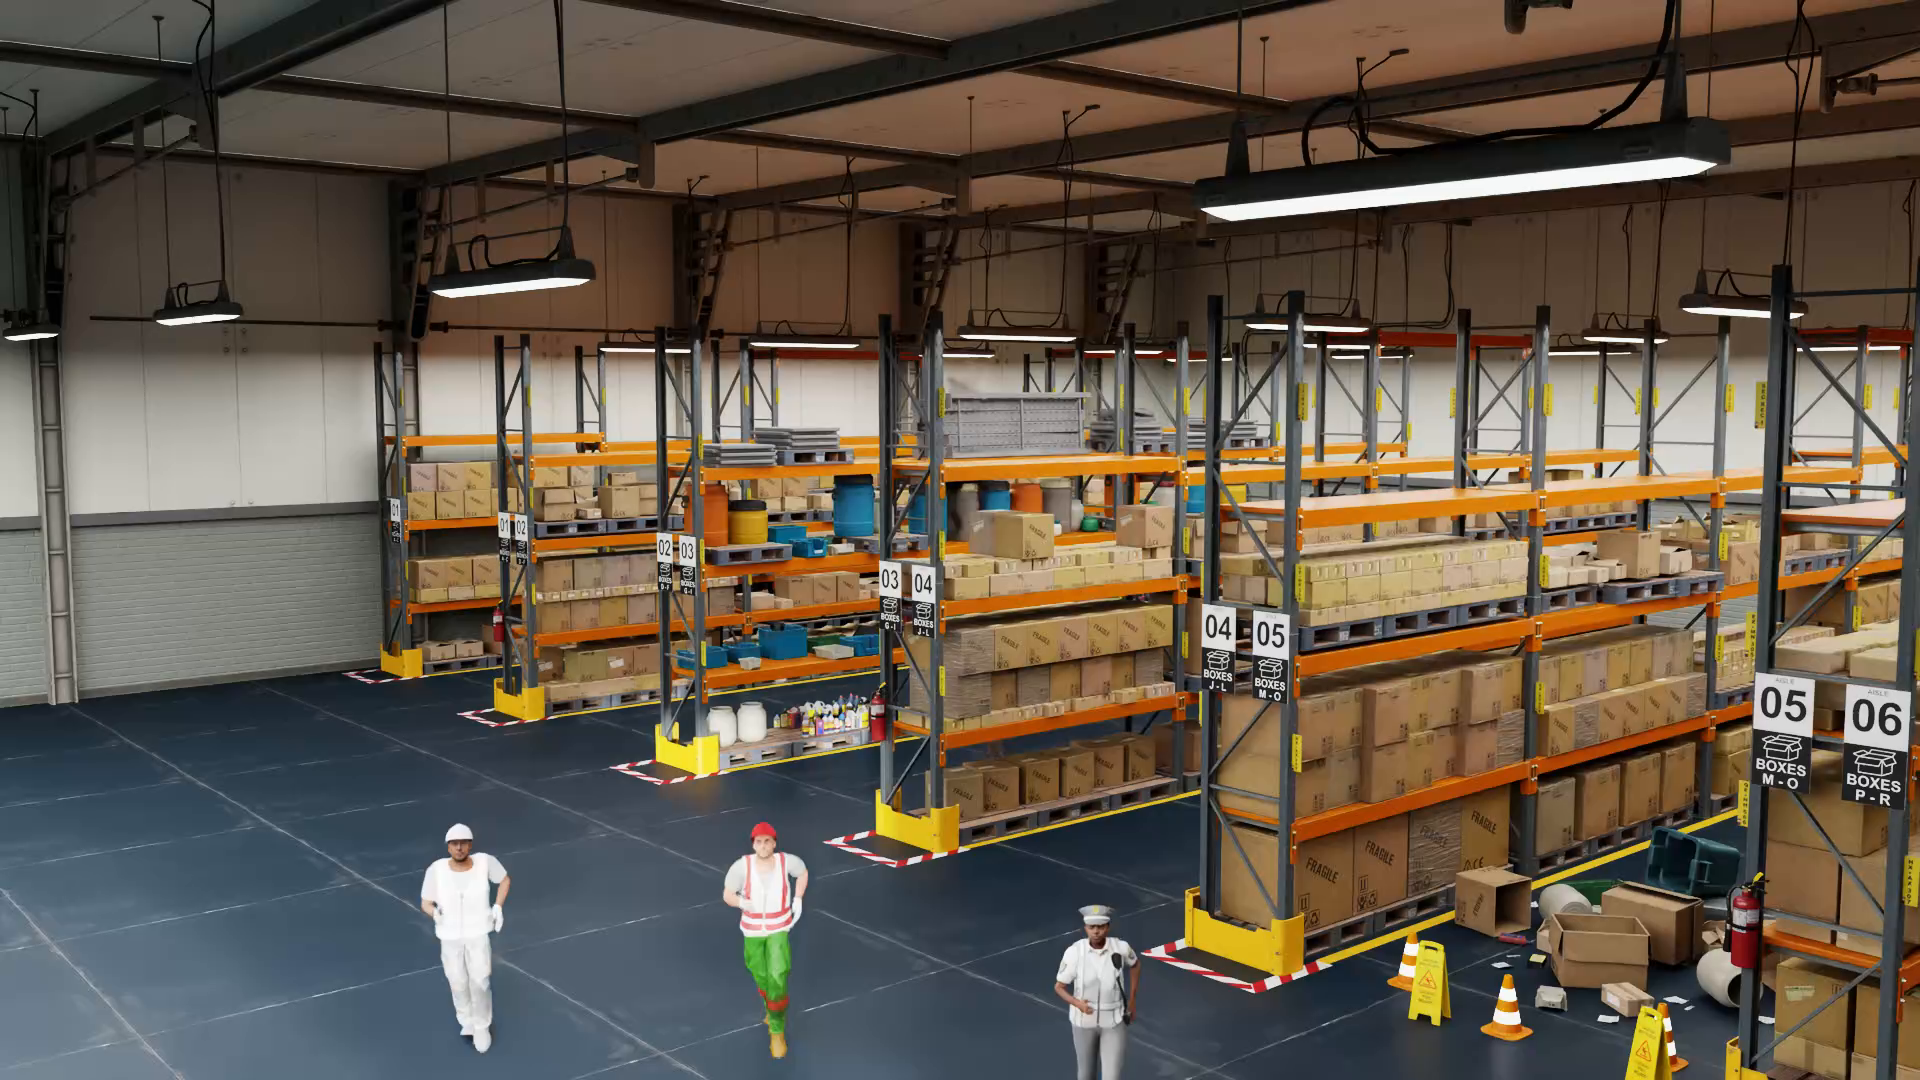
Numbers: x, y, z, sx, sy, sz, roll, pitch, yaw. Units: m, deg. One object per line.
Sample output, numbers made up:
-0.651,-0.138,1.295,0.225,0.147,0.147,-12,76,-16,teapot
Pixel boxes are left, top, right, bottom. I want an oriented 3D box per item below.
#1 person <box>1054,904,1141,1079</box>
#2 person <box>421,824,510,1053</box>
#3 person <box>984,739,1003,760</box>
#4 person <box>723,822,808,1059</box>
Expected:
0.933,3.301,11.287,0.582,1.747,0.832,1,5,6,person
-3.862,3.107,12.973,0.653,1.802,0.720,-1,5,-10,person
0.338,2.094,21.474,0.692,1.803,0.640,-5,7,-41,person
-1.536,3.097,13.101,0.631,1.820,0.822,0,5,2,person
